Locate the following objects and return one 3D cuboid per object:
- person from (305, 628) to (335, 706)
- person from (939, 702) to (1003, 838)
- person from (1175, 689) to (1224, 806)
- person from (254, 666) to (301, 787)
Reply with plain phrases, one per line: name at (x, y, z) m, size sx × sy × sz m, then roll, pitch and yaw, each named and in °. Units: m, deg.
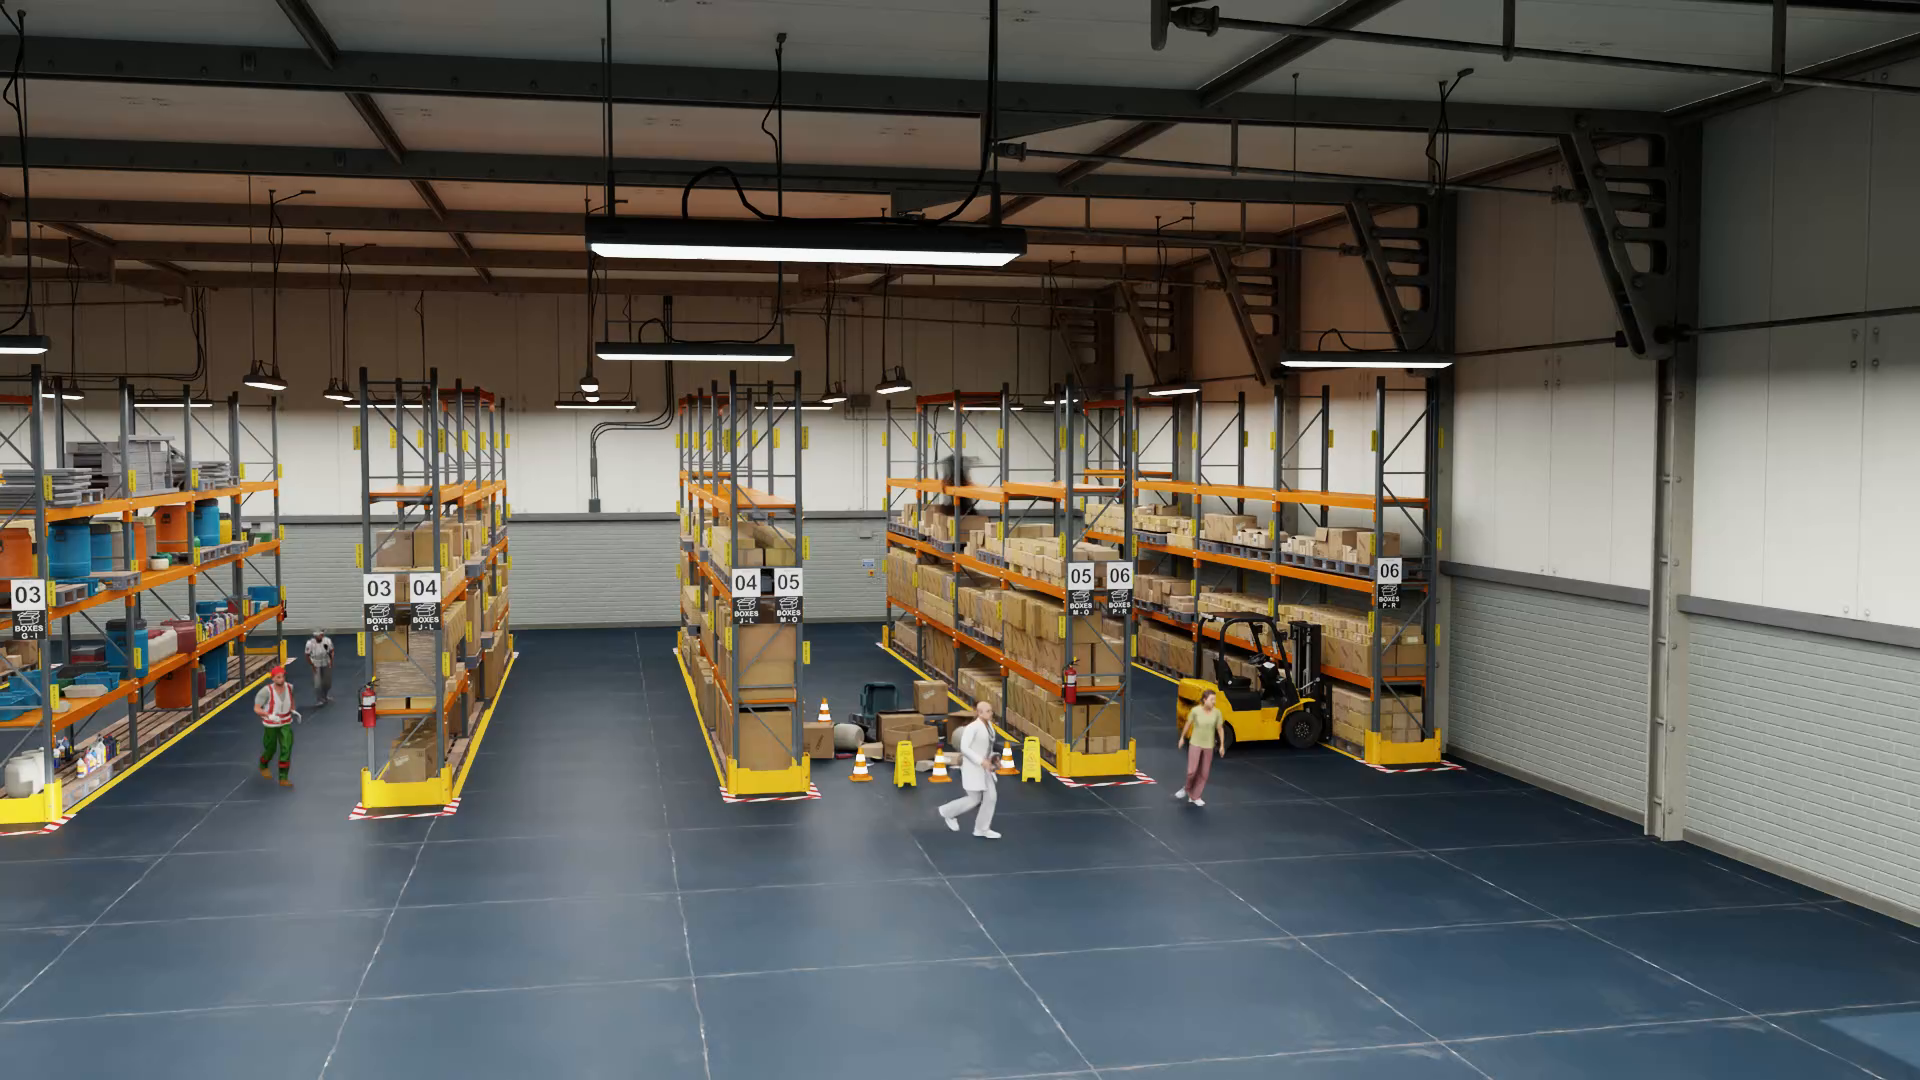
person at (-12.080, 2.377, 31.428) m, size 0.604 × 1.511 × 0.853 m, roll -3°, pitch 4°, yaw -37°
person at (0.134, 2.889, 21.039) m, size 0.845 × 1.731 × 0.715 m, roll 2°, pitch 4°, yaw 32°
person at (3.294, 2.832, 22.821) m, size 0.621 × 1.636 × 0.524 m, roll 0°, pitch 3°, yaw -7°
person at (-9.981, 2.688, 24.213) m, size 0.659 × 1.750 × 0.921 m, roll -3°, pitch 5°, yaw -42°
